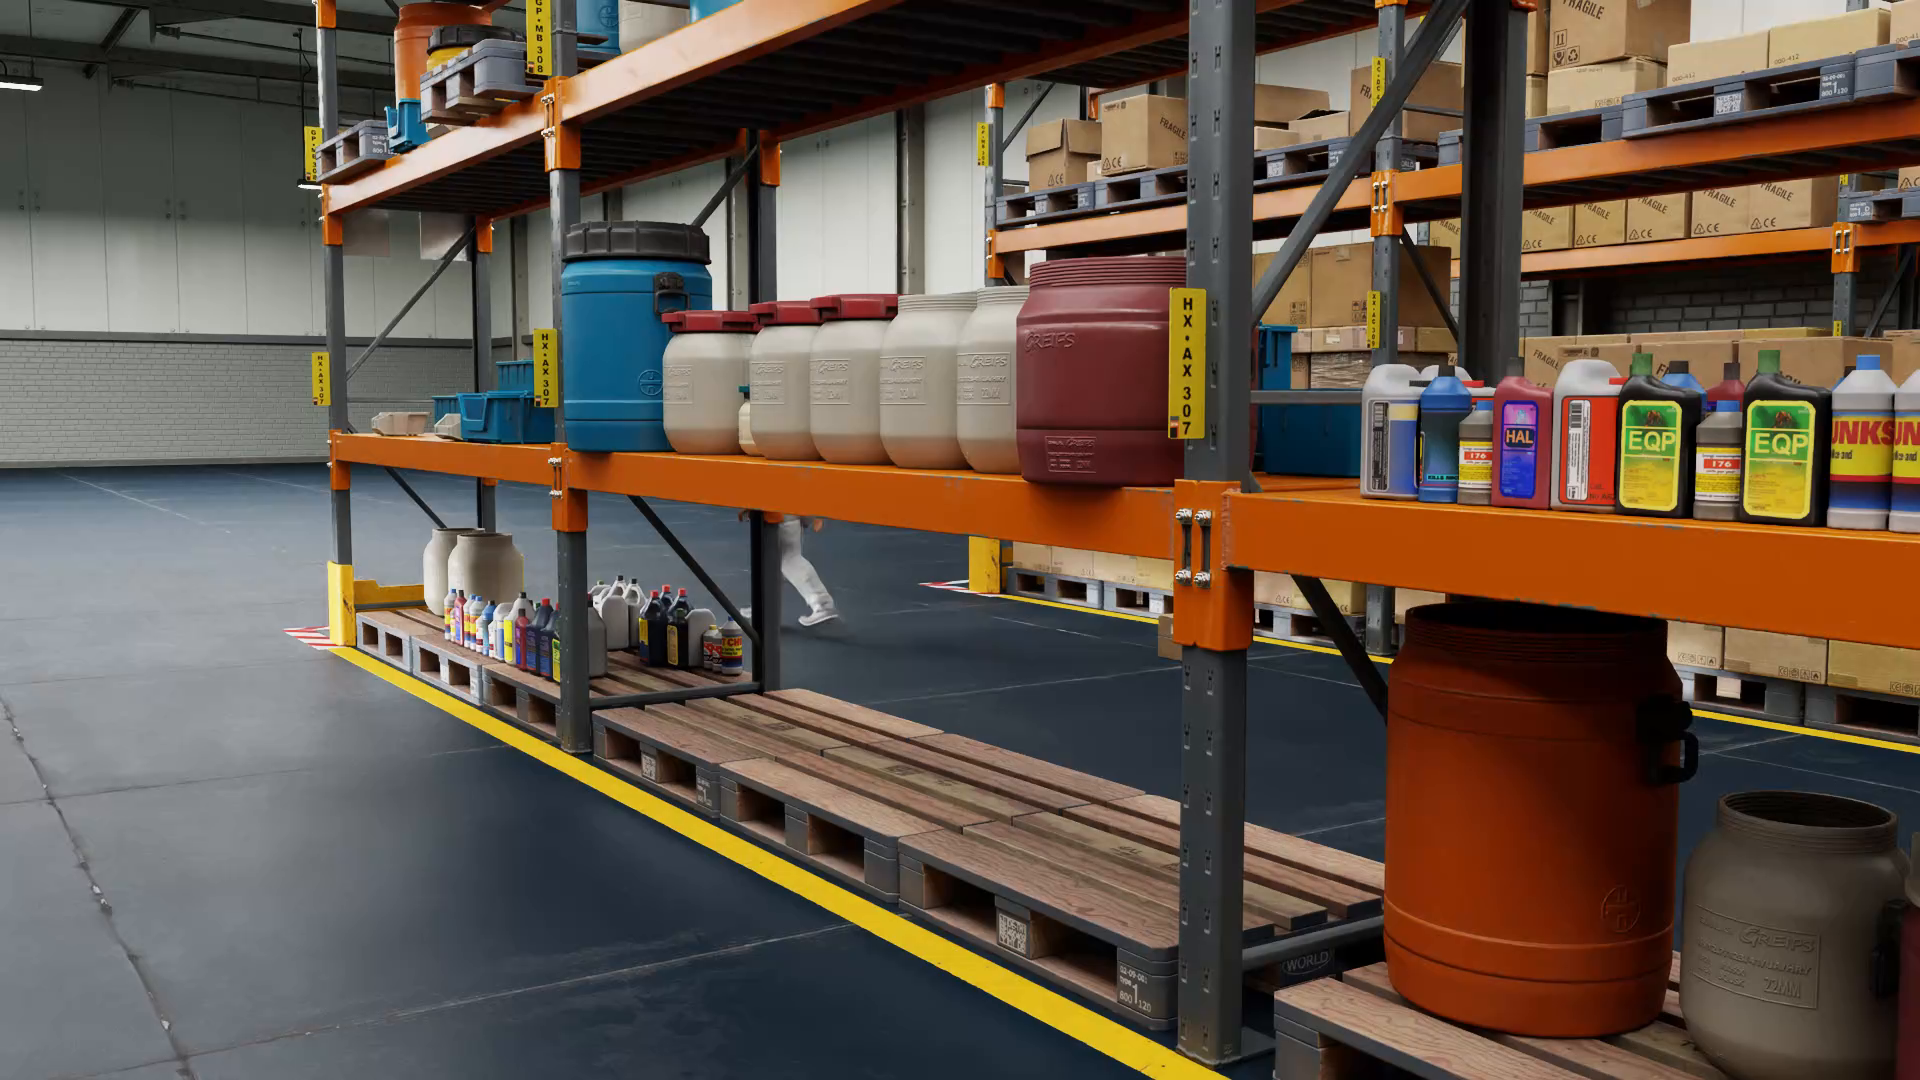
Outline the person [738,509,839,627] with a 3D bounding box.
[{"bbox_3d":[-1.155,-0.234,10.834,0.999,1.610,0.478,3,6,34],"label":"person"}]
